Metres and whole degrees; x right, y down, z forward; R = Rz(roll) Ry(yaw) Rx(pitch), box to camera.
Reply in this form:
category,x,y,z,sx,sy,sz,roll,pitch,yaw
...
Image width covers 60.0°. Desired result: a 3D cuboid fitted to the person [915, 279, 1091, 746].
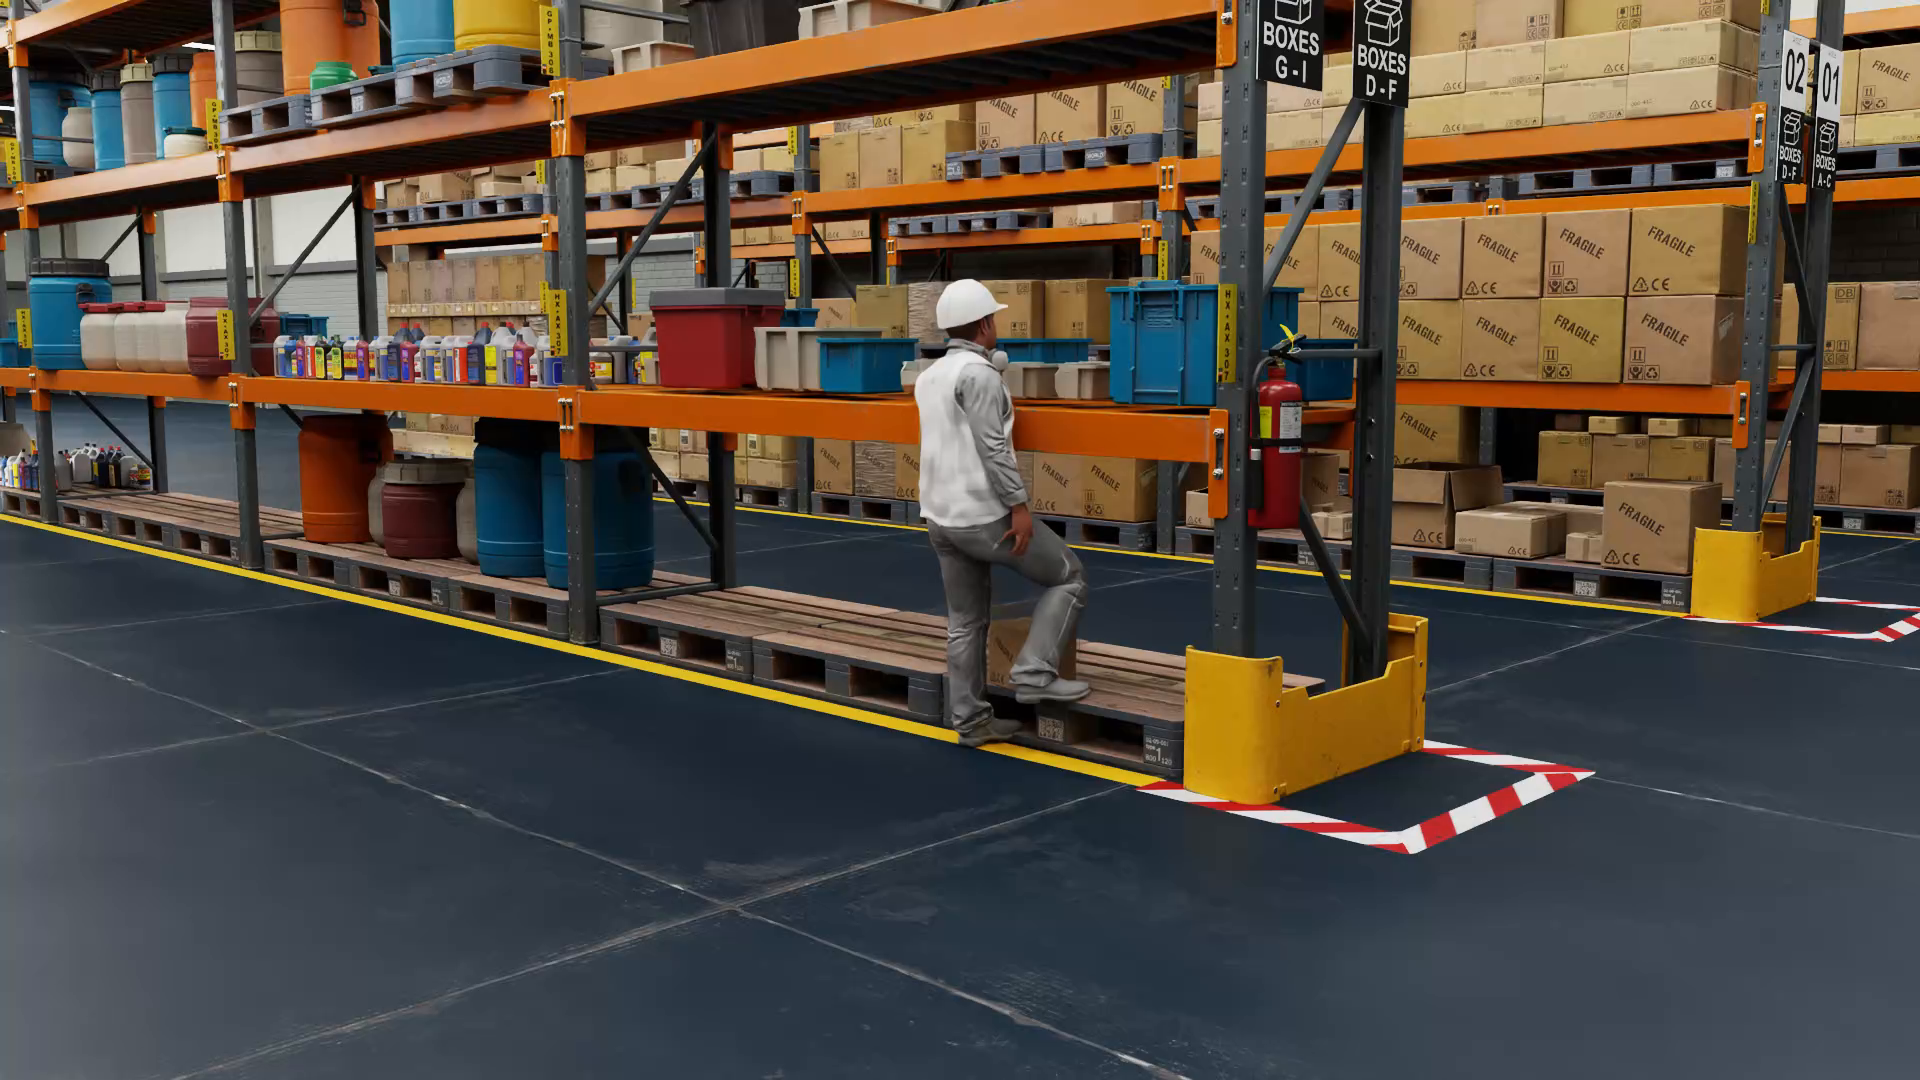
category,x,y,z,sx,sy,sz,roll,pitch,yaw
person,0.146,-0.097,6.353,0.613,1.777,0.624,-4,8,-29
